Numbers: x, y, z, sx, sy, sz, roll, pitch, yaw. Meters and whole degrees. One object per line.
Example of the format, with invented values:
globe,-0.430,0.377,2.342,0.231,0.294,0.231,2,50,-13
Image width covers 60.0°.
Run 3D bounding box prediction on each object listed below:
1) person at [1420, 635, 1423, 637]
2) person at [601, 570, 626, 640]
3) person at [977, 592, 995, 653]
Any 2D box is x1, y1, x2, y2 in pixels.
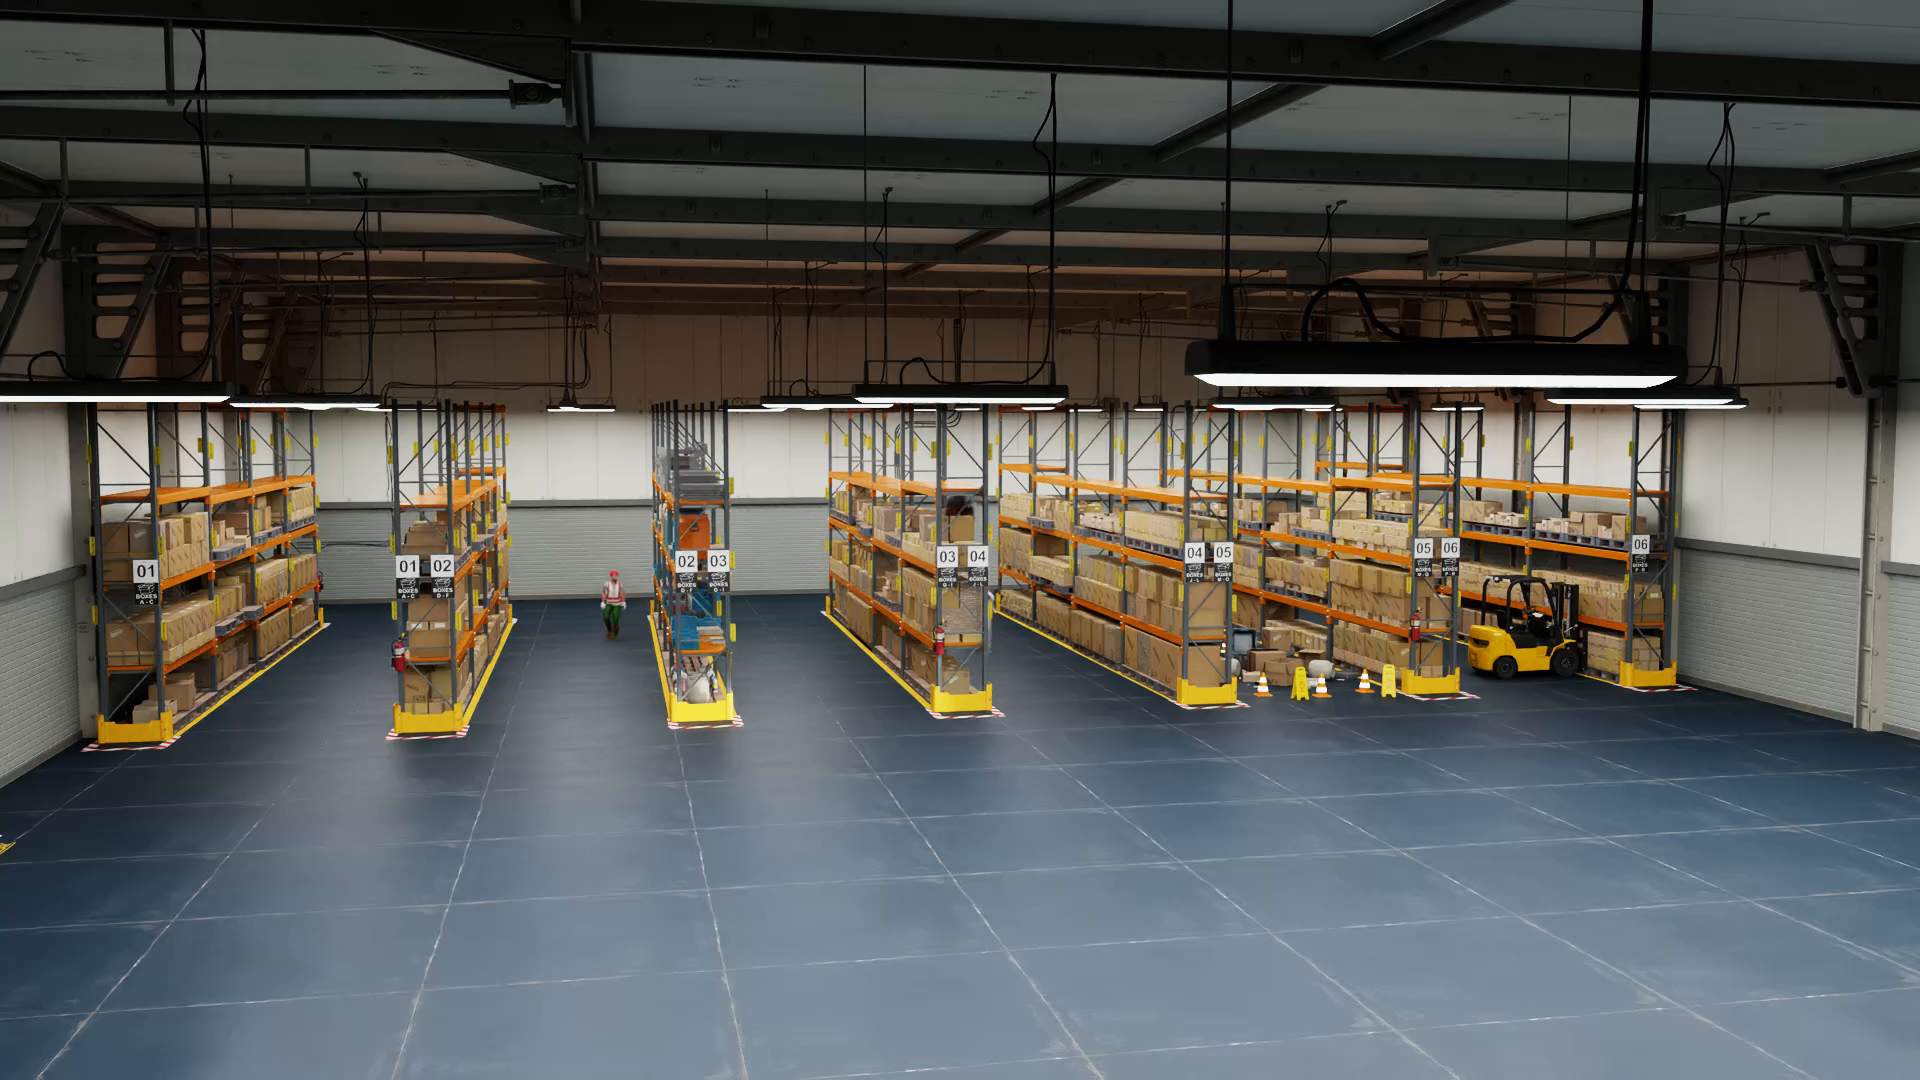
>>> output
person,10.478,2.039,38.241,0.443,1.641,0.592,1,4,16
person,-8.795,1.652,42.215,0.659,1.778,0.462,0,4,2
person,0.566,1.833,40.029,0.592,1.731,0.991,-1,4,-7
